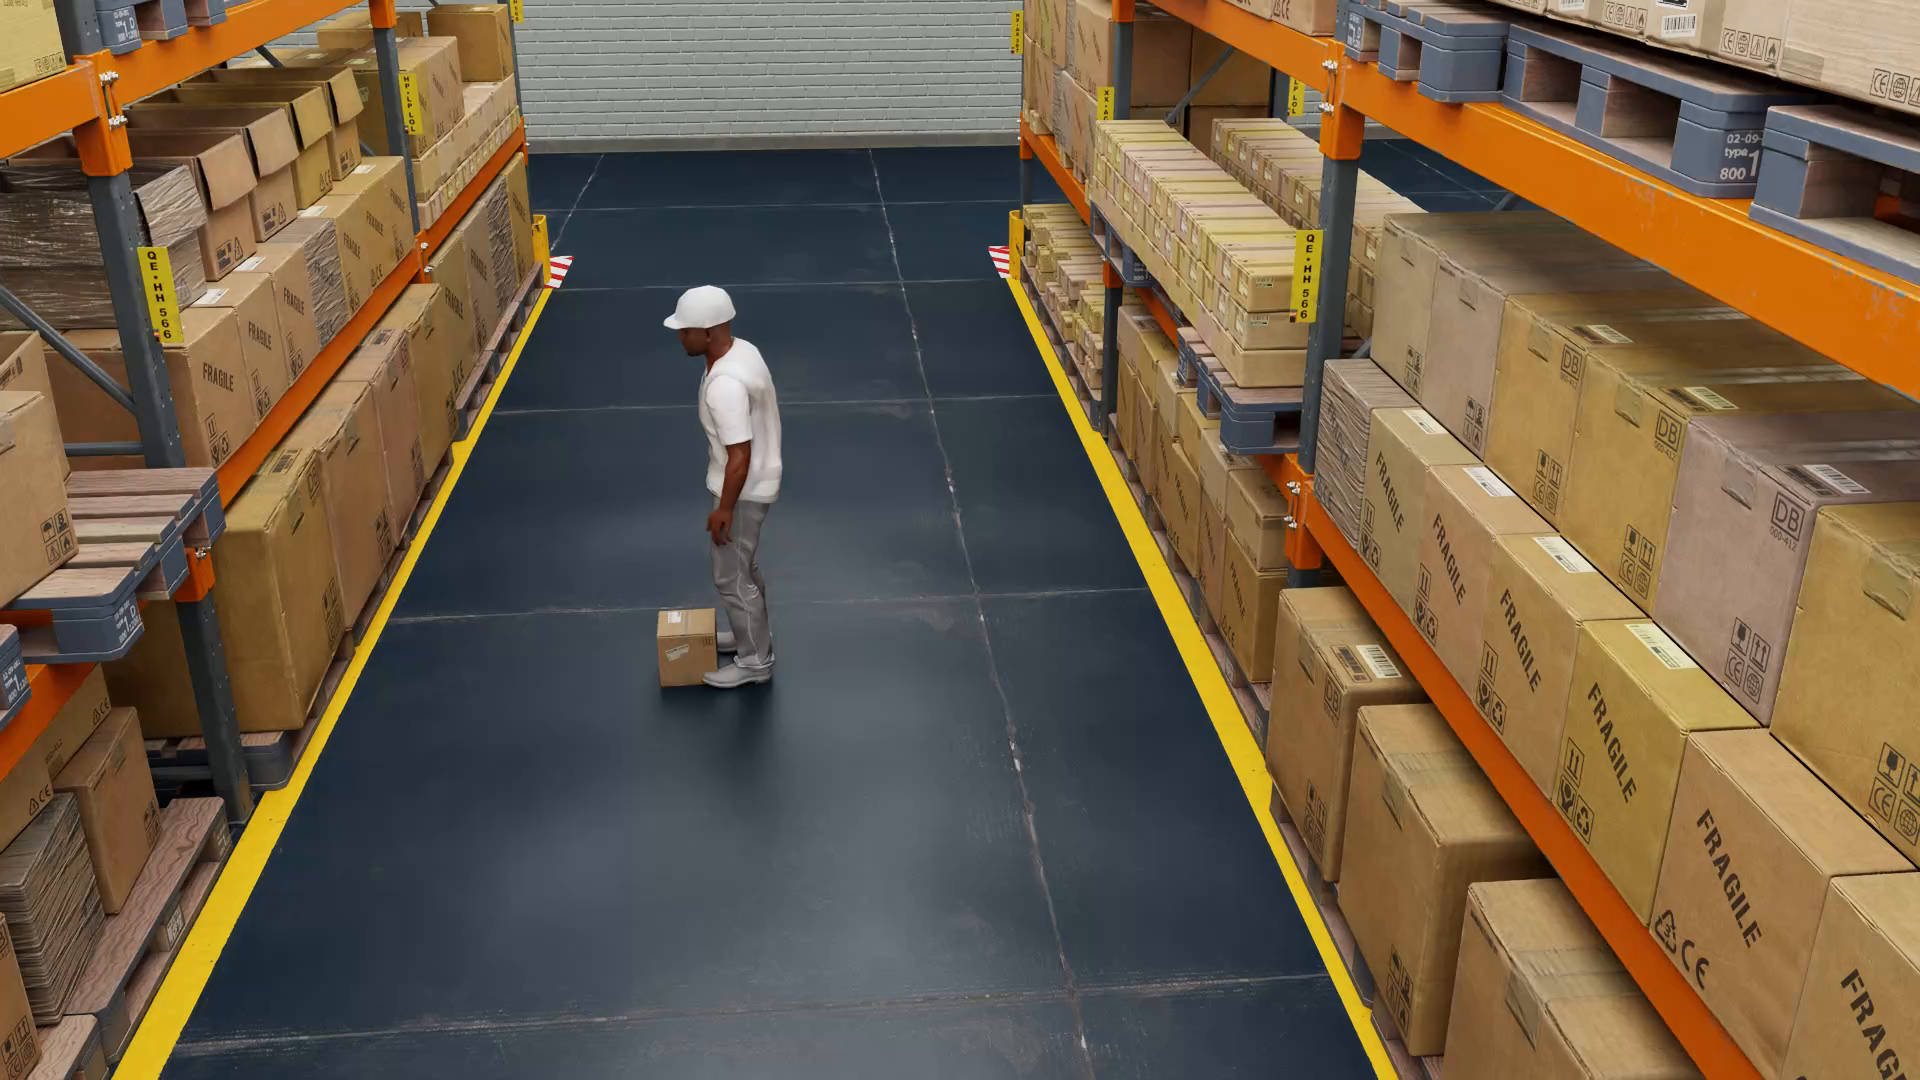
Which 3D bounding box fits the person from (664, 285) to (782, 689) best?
[{"bbox_3d":[-0.980,-0.231,7.106,0.457,1.761,0.628,-2,24,-5],"label":"person"}]
